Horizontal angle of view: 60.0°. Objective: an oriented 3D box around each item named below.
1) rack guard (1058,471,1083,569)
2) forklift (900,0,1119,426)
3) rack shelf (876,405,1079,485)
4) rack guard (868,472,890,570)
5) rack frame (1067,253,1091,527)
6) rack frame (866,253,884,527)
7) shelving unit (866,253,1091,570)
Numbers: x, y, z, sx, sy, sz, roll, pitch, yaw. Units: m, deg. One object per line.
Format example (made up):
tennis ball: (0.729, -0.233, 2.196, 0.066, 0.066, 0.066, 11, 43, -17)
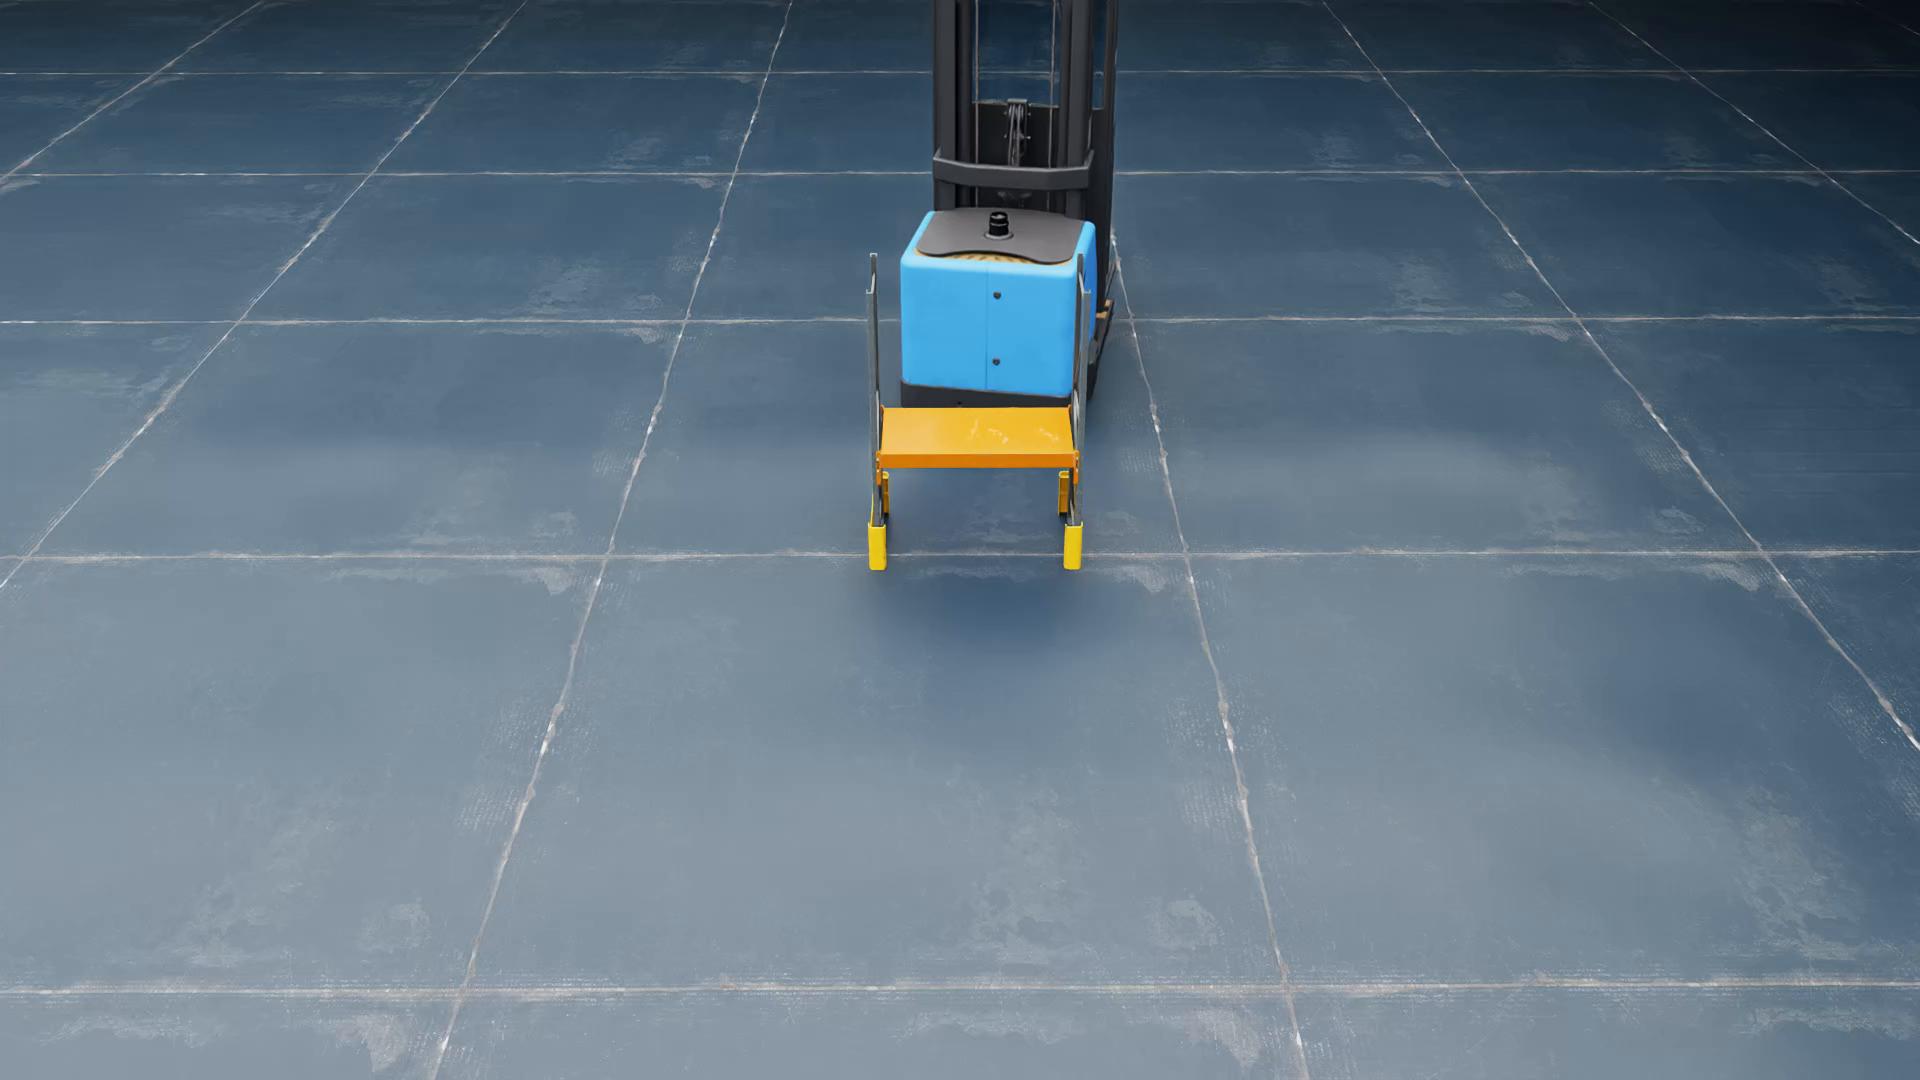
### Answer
rack guard: (0.574, -0.109, 8.688, 0.087, 0.250, 0.587, 0, 31, 0)
forklift: (0.424, -2.617, 10.238, 1.130, 2.935, 3.031, 5, 32, 9)
rack shelf: (0.085, -0.488, 8.455, 1.000, 0.185, 0.538, 0, 31, 0)
rack guard: (-0.422, -0.106, 8.683, 0.087, 0.250, 0.587, 0, 31, 0)
rack frame: (0.594, -0.643, 8.364, 0.032, 1.500, 0.500, 0, 31, 0)
rack frame: (-0.423, -0.640, 8.359, 0.032, 1.500, 0.500, 0, 31, 0)
shelving unit: (0.076, -0.641, 8.361, 1.083, 1.500, 0.587, 0, 31, 0)
